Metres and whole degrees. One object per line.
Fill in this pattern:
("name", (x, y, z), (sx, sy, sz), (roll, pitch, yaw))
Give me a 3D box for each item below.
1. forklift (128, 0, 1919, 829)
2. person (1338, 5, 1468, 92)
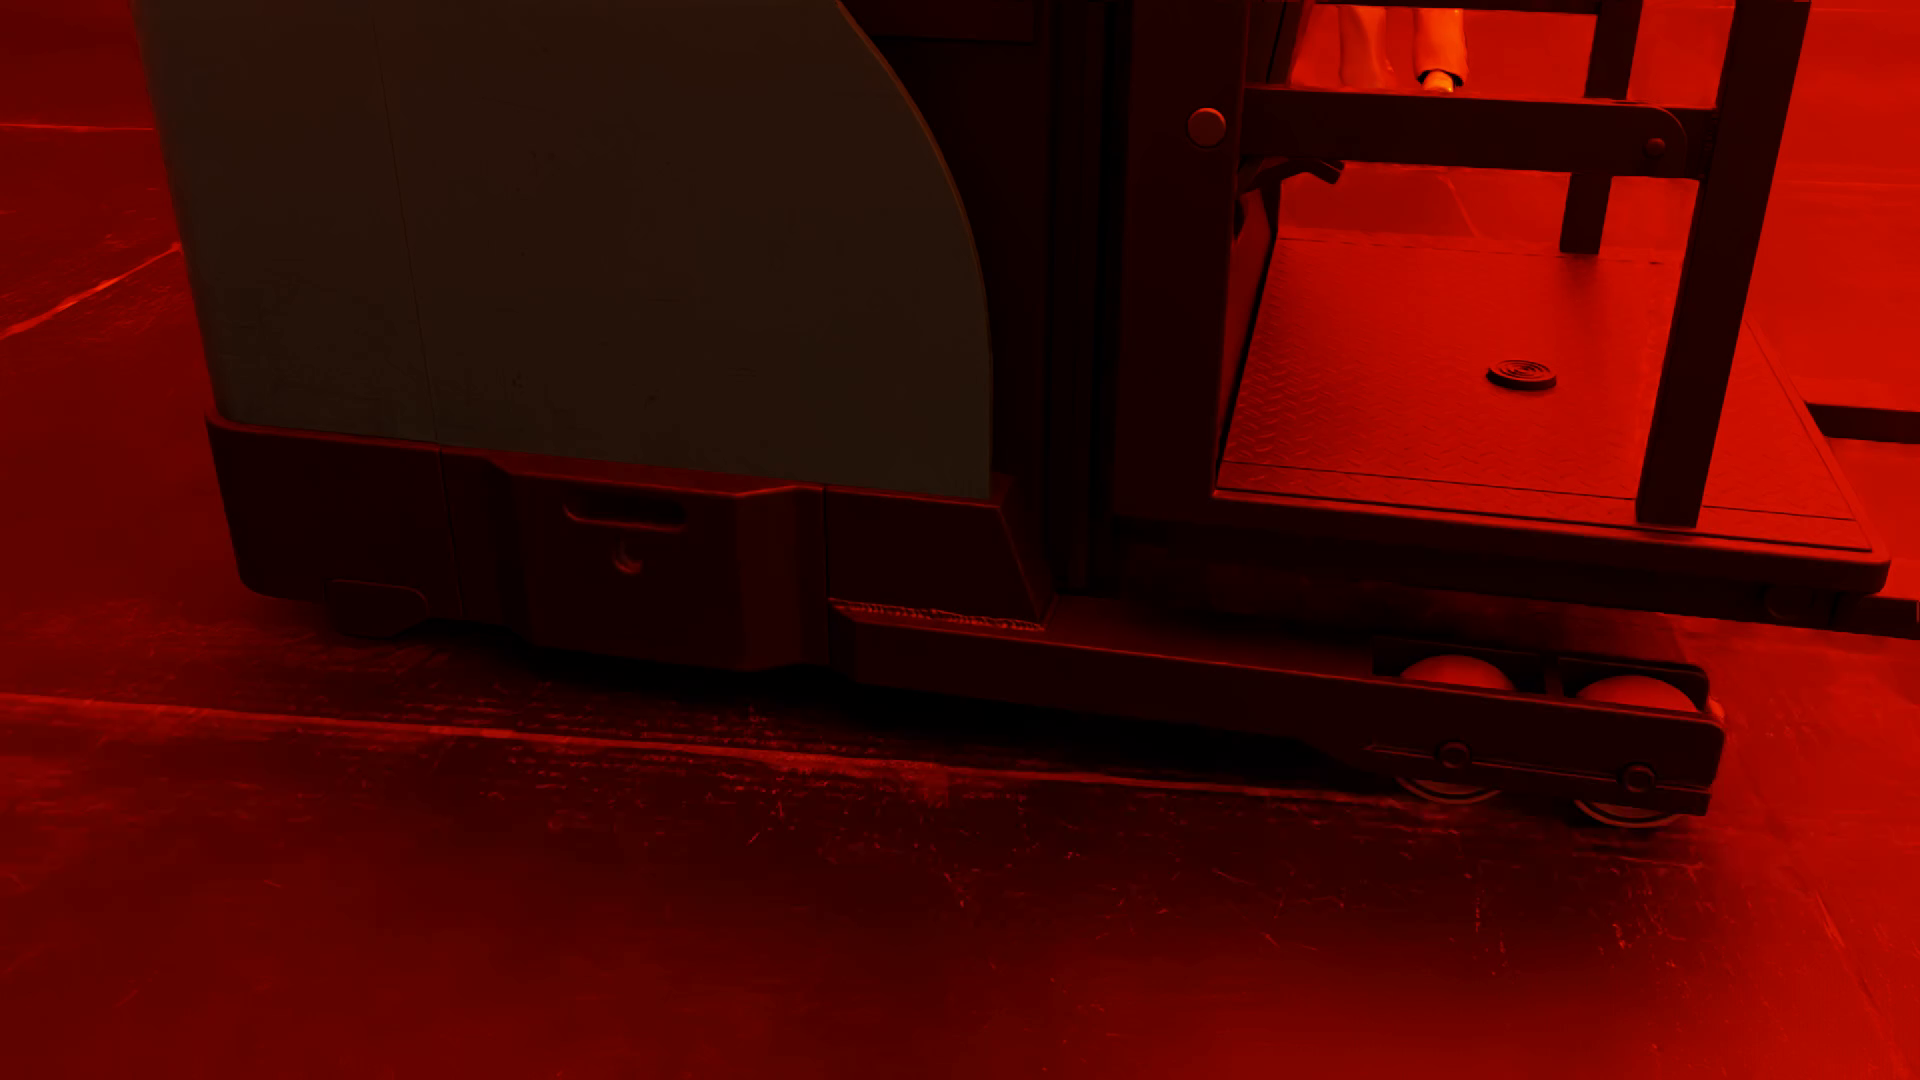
("forklift", (0.593, -1.252, 1.726), (3.031, 2.935, 1.130), (6, 27, 12))
("person", (1.153, -1.894, 4.459), (0.689, 1.651, 0.473), (1, 27, 2))
